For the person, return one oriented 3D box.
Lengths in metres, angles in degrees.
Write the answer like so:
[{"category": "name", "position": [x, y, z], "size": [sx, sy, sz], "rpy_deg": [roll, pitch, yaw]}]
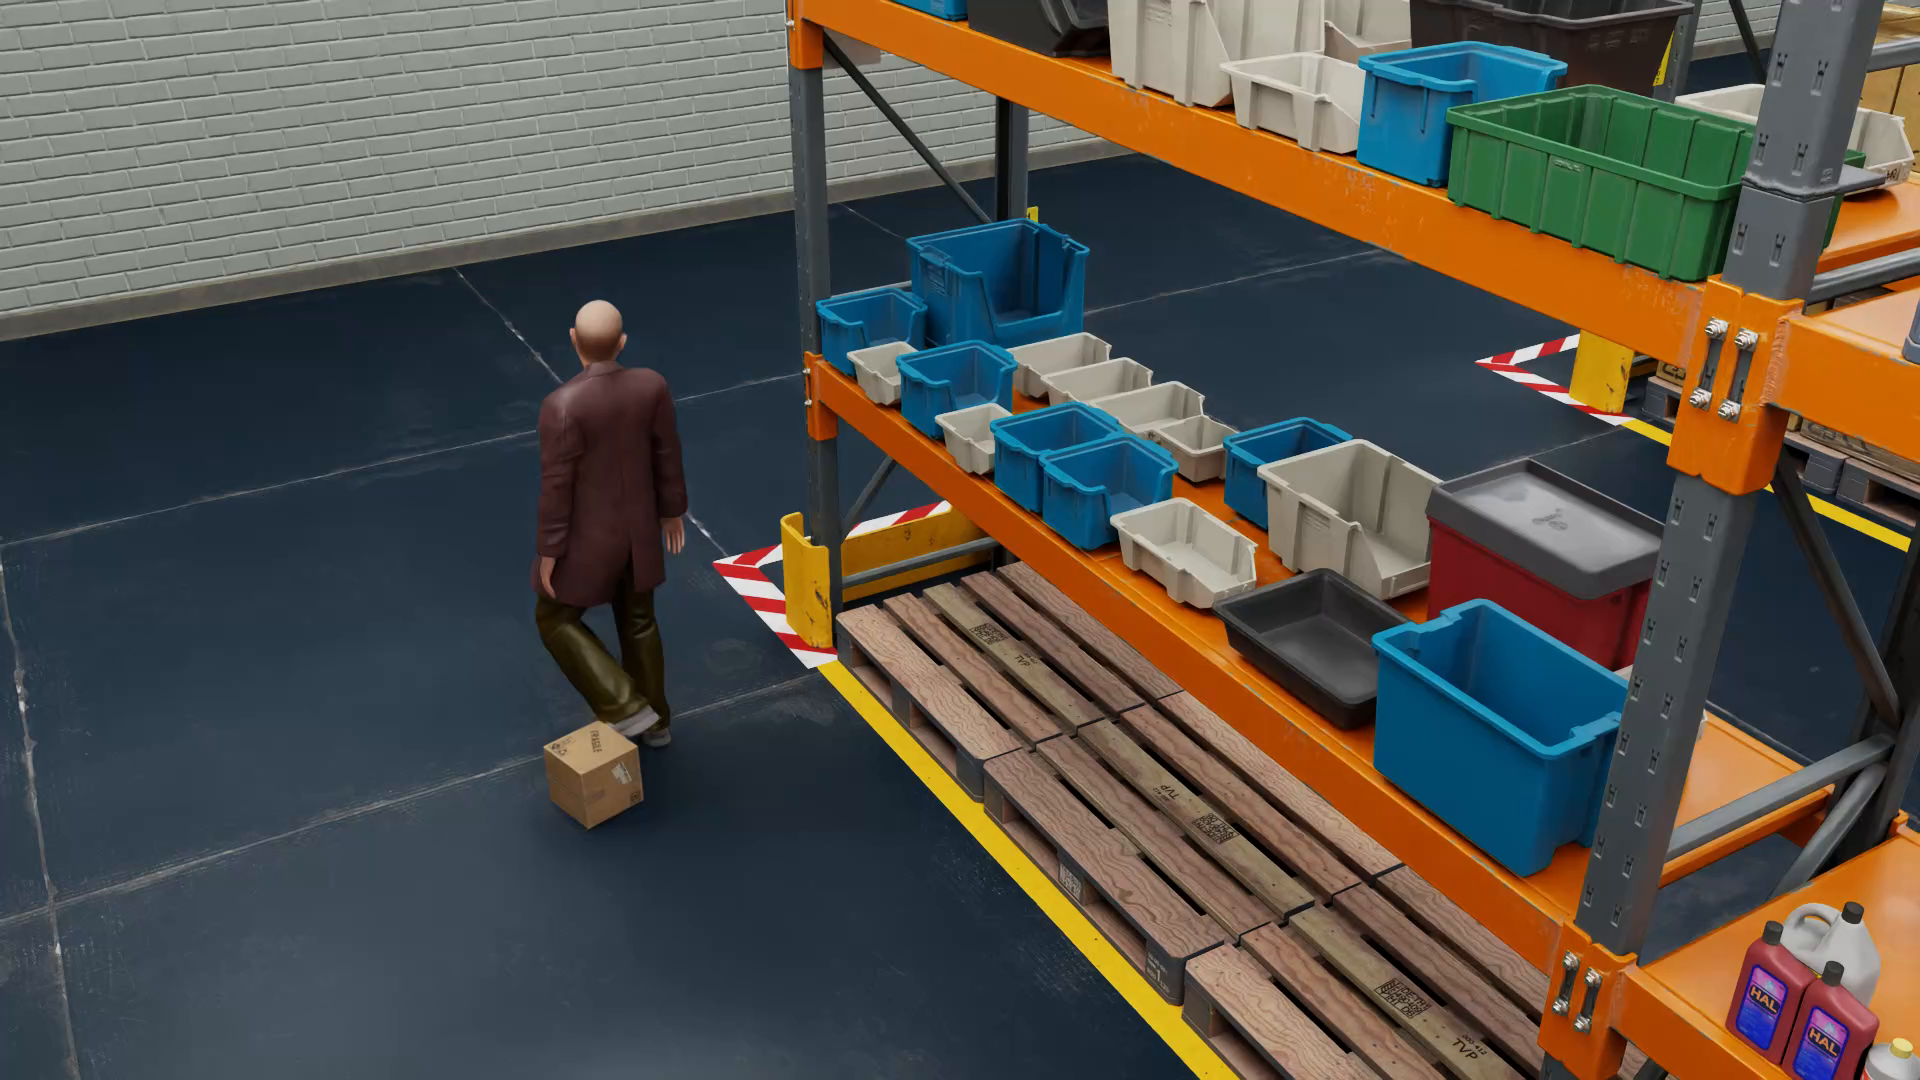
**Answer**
[{"category": "person", "position": [-1.296, -0.004, 6.184], "size": [0.549, 1.772, 0.720], "rpy_deg": [24, 37, 37]}]
